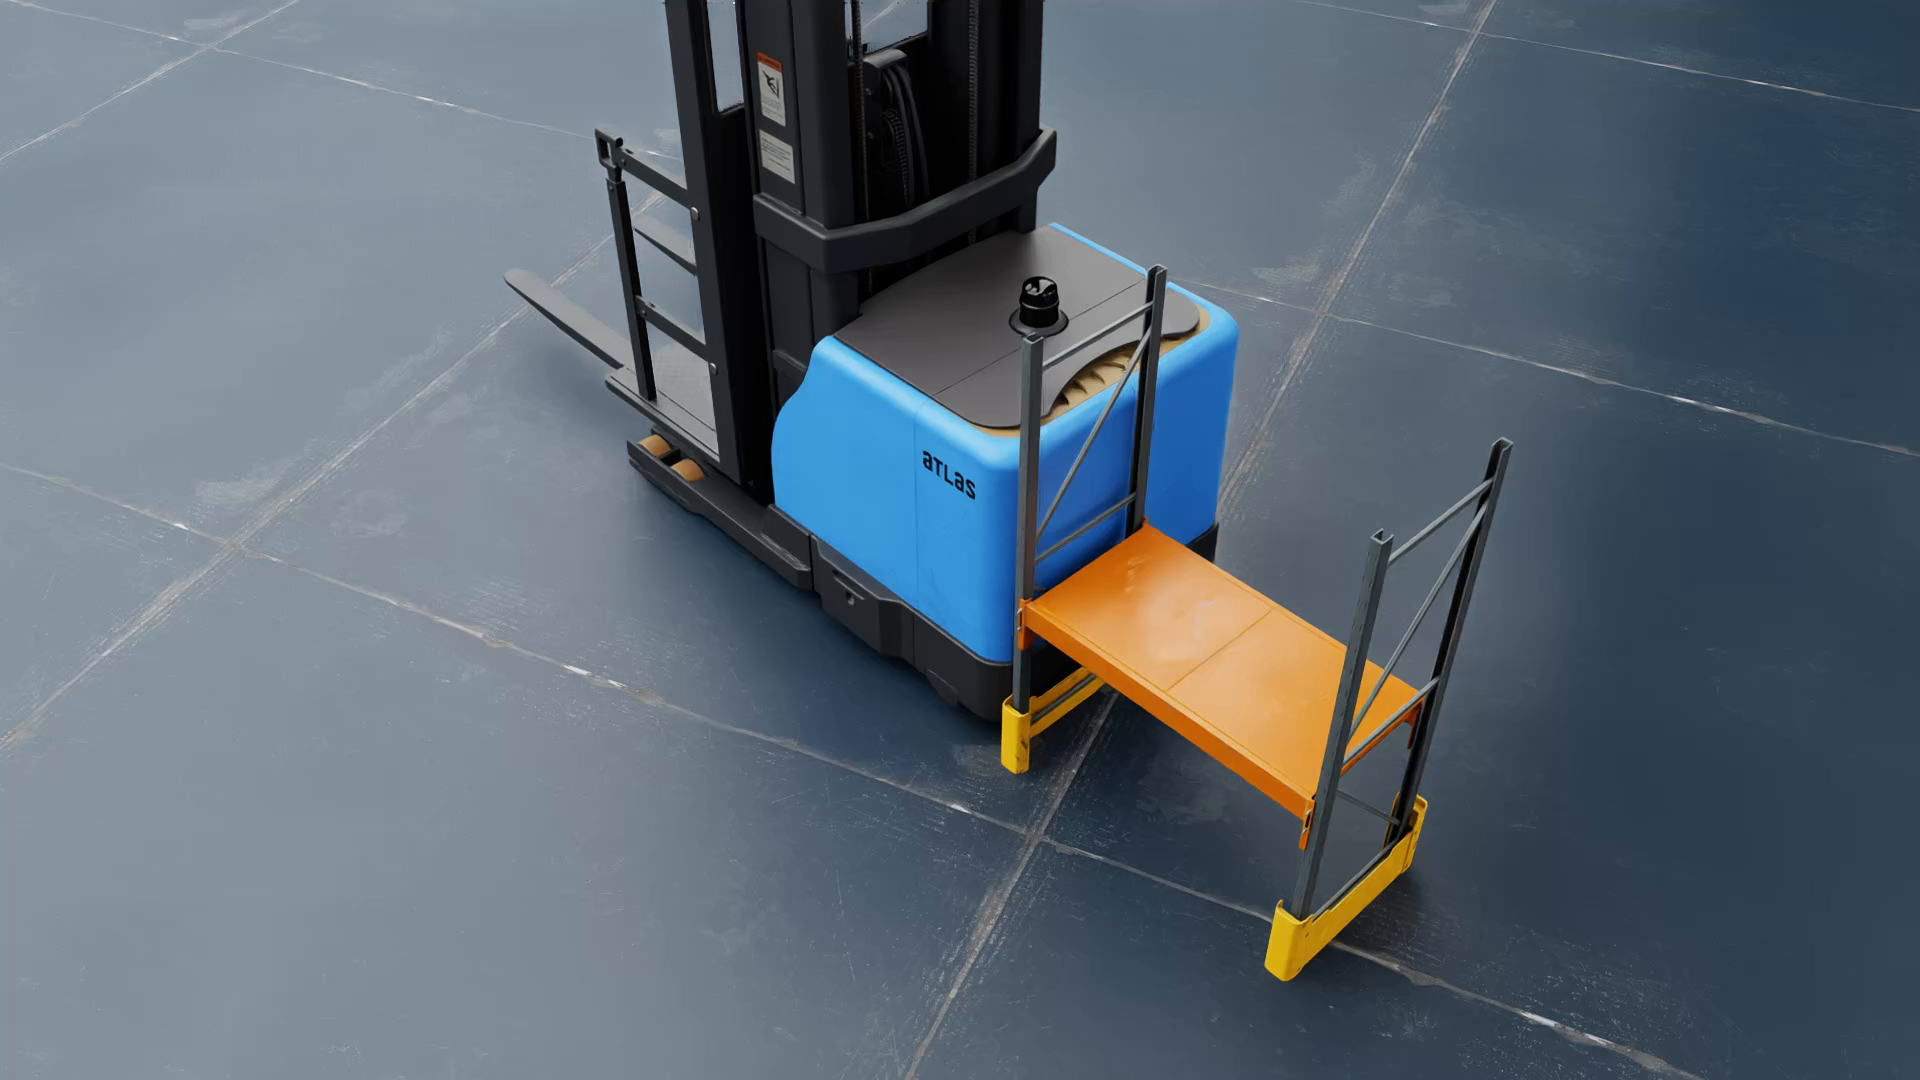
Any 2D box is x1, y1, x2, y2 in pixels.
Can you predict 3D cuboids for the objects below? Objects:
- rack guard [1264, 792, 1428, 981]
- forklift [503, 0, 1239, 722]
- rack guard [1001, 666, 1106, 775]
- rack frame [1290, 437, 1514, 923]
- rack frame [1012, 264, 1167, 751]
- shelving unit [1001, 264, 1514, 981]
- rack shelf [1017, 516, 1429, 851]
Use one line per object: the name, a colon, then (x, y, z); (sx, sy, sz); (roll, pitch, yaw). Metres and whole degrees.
rack guard: (1.045, 0.927, 4.489); (0.587, 0.250, 0.087); (-32, 50, -32)
forklift: (-0.542, -1.432, 5.164); (1.130, 2.935, 3.031); (-32, 50, -31)
rack guard: (0.355, 0.456, 5.033); (0.587, 0.250, 0.087); (-32, 50, -32)
rack frame: (1.046, 0.456, 4.079); (0.500, 1.500, 0.032); (-32, 50, -32)
rack frame: (0.342, -0.025, 4.634); (0.500, 1.500, 0.032); (-32, 50, -32)
shelving unit: (0.700, 0.220, 4.352); (0.587, 1.500, 1.083); (-32, 50, -32)
rack shelf: (0.694, 0.351, 4.474); (0.538, 0.185, 1.000); (-32, 50, -32)
